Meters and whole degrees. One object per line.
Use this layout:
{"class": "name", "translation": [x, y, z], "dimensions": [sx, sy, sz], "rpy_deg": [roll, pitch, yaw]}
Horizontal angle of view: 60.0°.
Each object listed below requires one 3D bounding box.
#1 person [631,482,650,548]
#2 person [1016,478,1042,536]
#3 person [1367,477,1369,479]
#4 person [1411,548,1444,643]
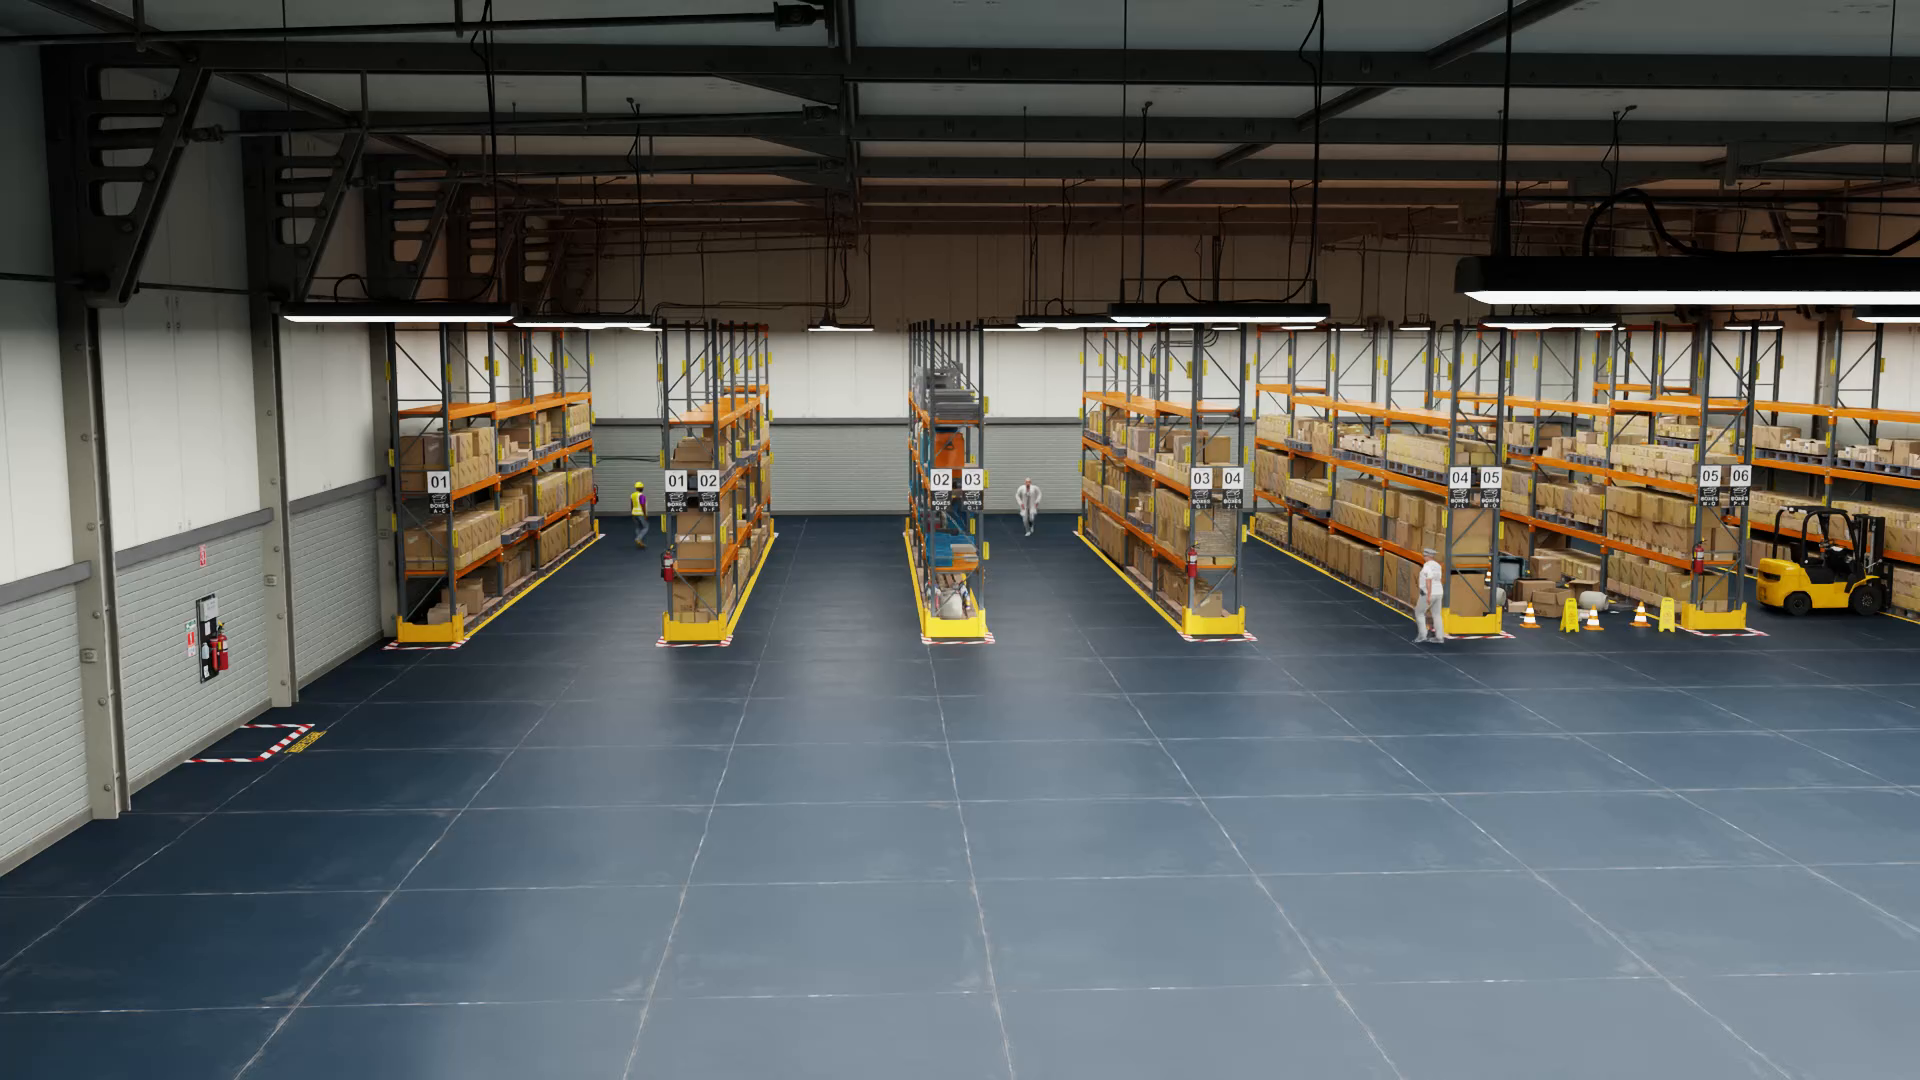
{"class": "person", "translation": [-8.629, -0.664, 44.664], "dimensions": [0.609, 1.769, 0.489], "rpy_deg": [7, 10, 43]}
{"class": "person", "translation": [1.958, -0.948, 47.354], "dimensions": [0.744, 1.680, 0.678], "rpy_deg": [1, 7, 5]}
{"class": "person", "translation": [11.594, -0.920, 46.974], "dimensions": [0.616, 1.747, 0.549], "rpy_deg": [5, 8, 33]}
{"class": "person", "translation": [8.795, 1.066, 30.928], "dimensions": [0.549, 1.803, 0.564], "rpy_deg": [-4, 8, -31]}
